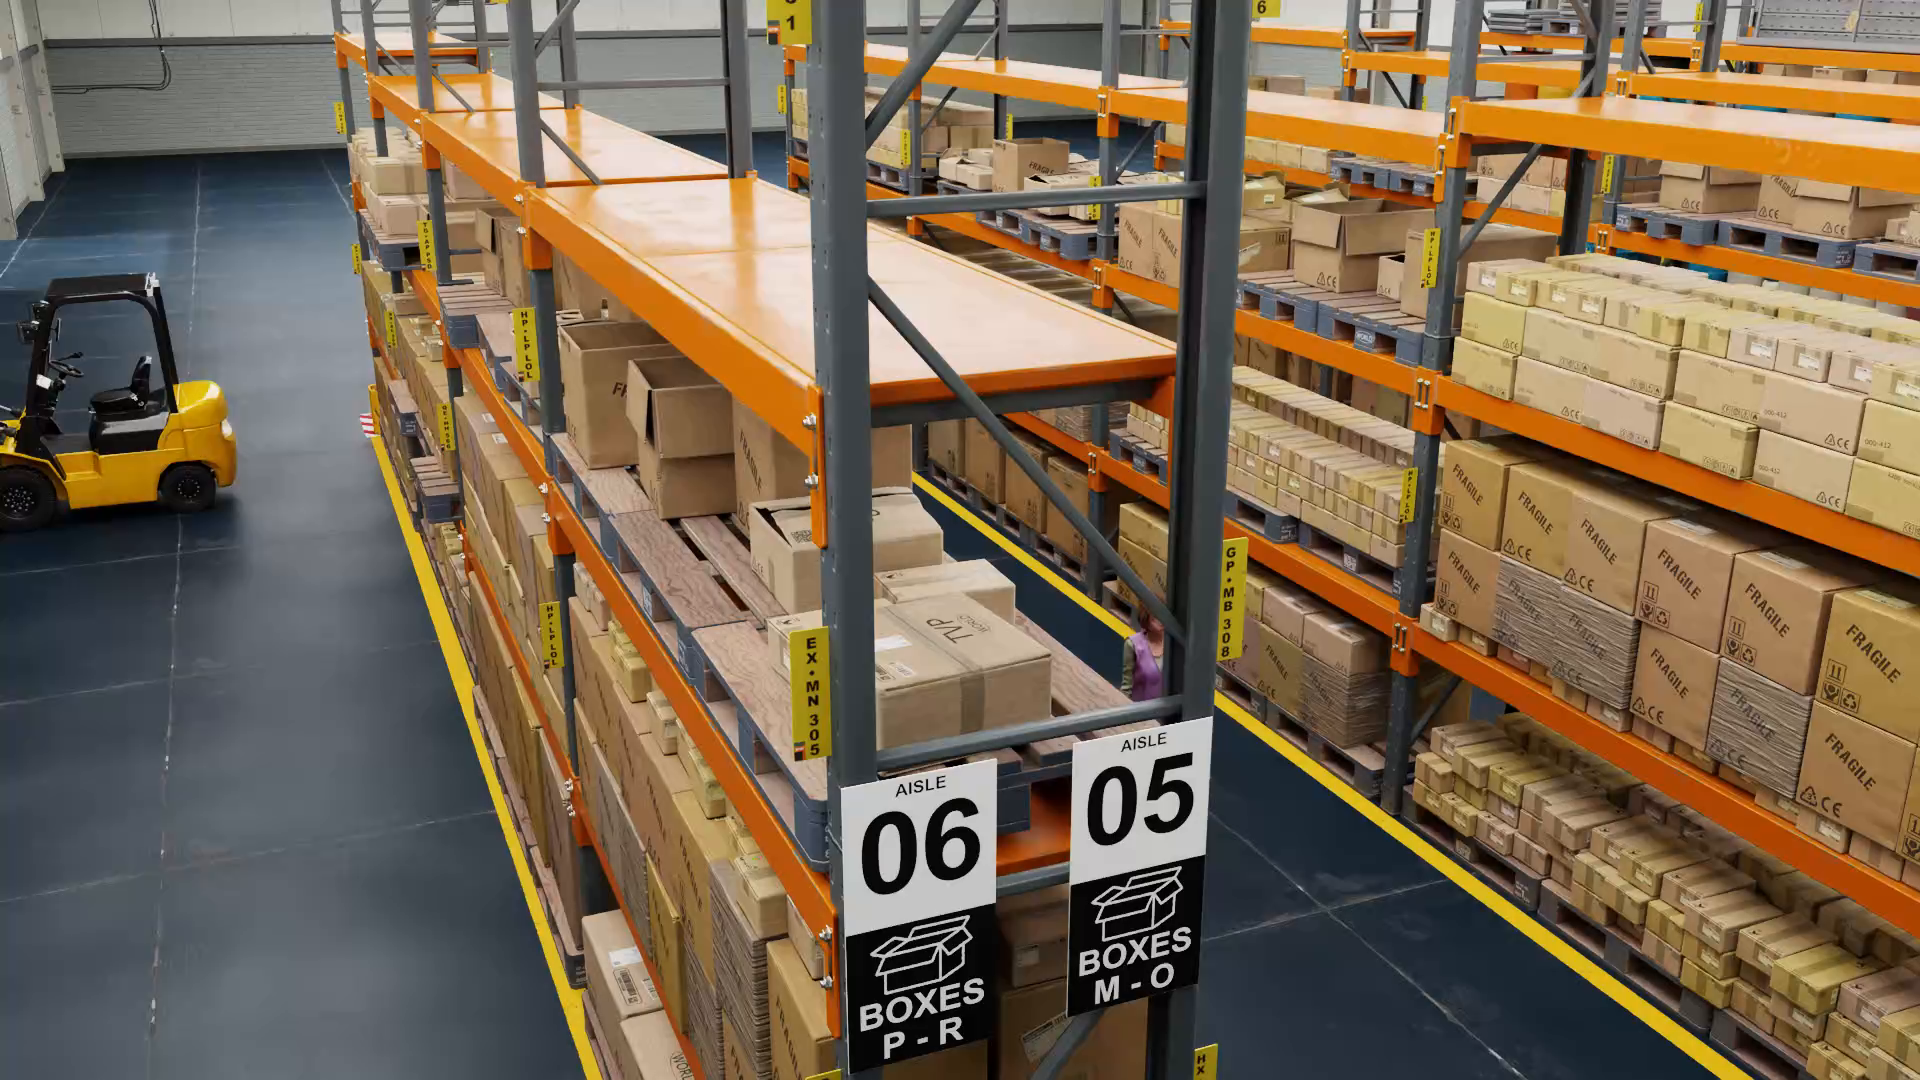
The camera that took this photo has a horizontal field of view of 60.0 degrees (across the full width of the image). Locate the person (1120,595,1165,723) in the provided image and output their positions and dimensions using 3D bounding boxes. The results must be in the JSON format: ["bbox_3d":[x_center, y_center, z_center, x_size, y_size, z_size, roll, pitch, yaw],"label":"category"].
[{"bbox_3d":[1.125,1.089,9.631,0.410,1.575,0.402,-3,19,-7],"label":"person"}]
